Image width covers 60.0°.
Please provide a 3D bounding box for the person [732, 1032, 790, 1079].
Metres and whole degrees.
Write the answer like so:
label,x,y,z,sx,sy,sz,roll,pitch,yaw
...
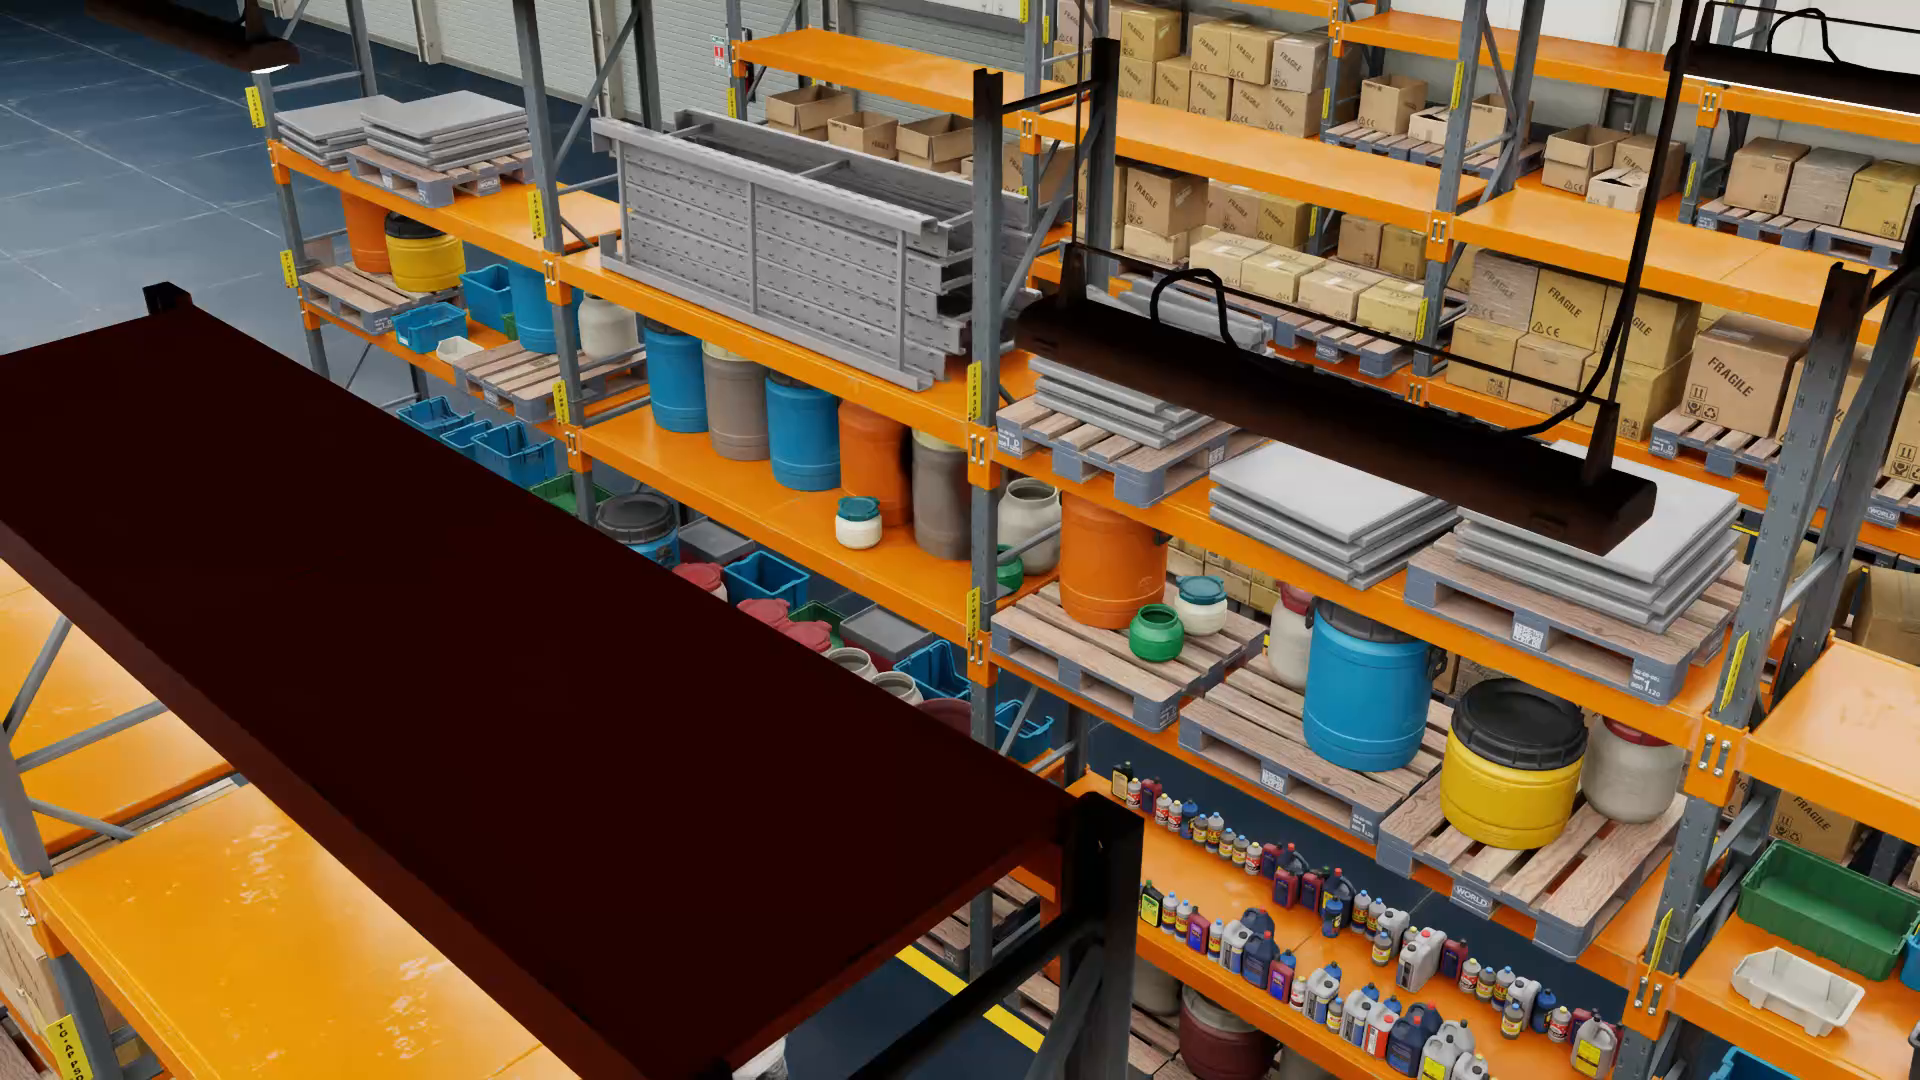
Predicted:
label,x,y,z,sx,sy,sz,roll,pitch,yaw
person,-1.170,2.878,9.324,0.878,1.731,0.639,22,36,34
